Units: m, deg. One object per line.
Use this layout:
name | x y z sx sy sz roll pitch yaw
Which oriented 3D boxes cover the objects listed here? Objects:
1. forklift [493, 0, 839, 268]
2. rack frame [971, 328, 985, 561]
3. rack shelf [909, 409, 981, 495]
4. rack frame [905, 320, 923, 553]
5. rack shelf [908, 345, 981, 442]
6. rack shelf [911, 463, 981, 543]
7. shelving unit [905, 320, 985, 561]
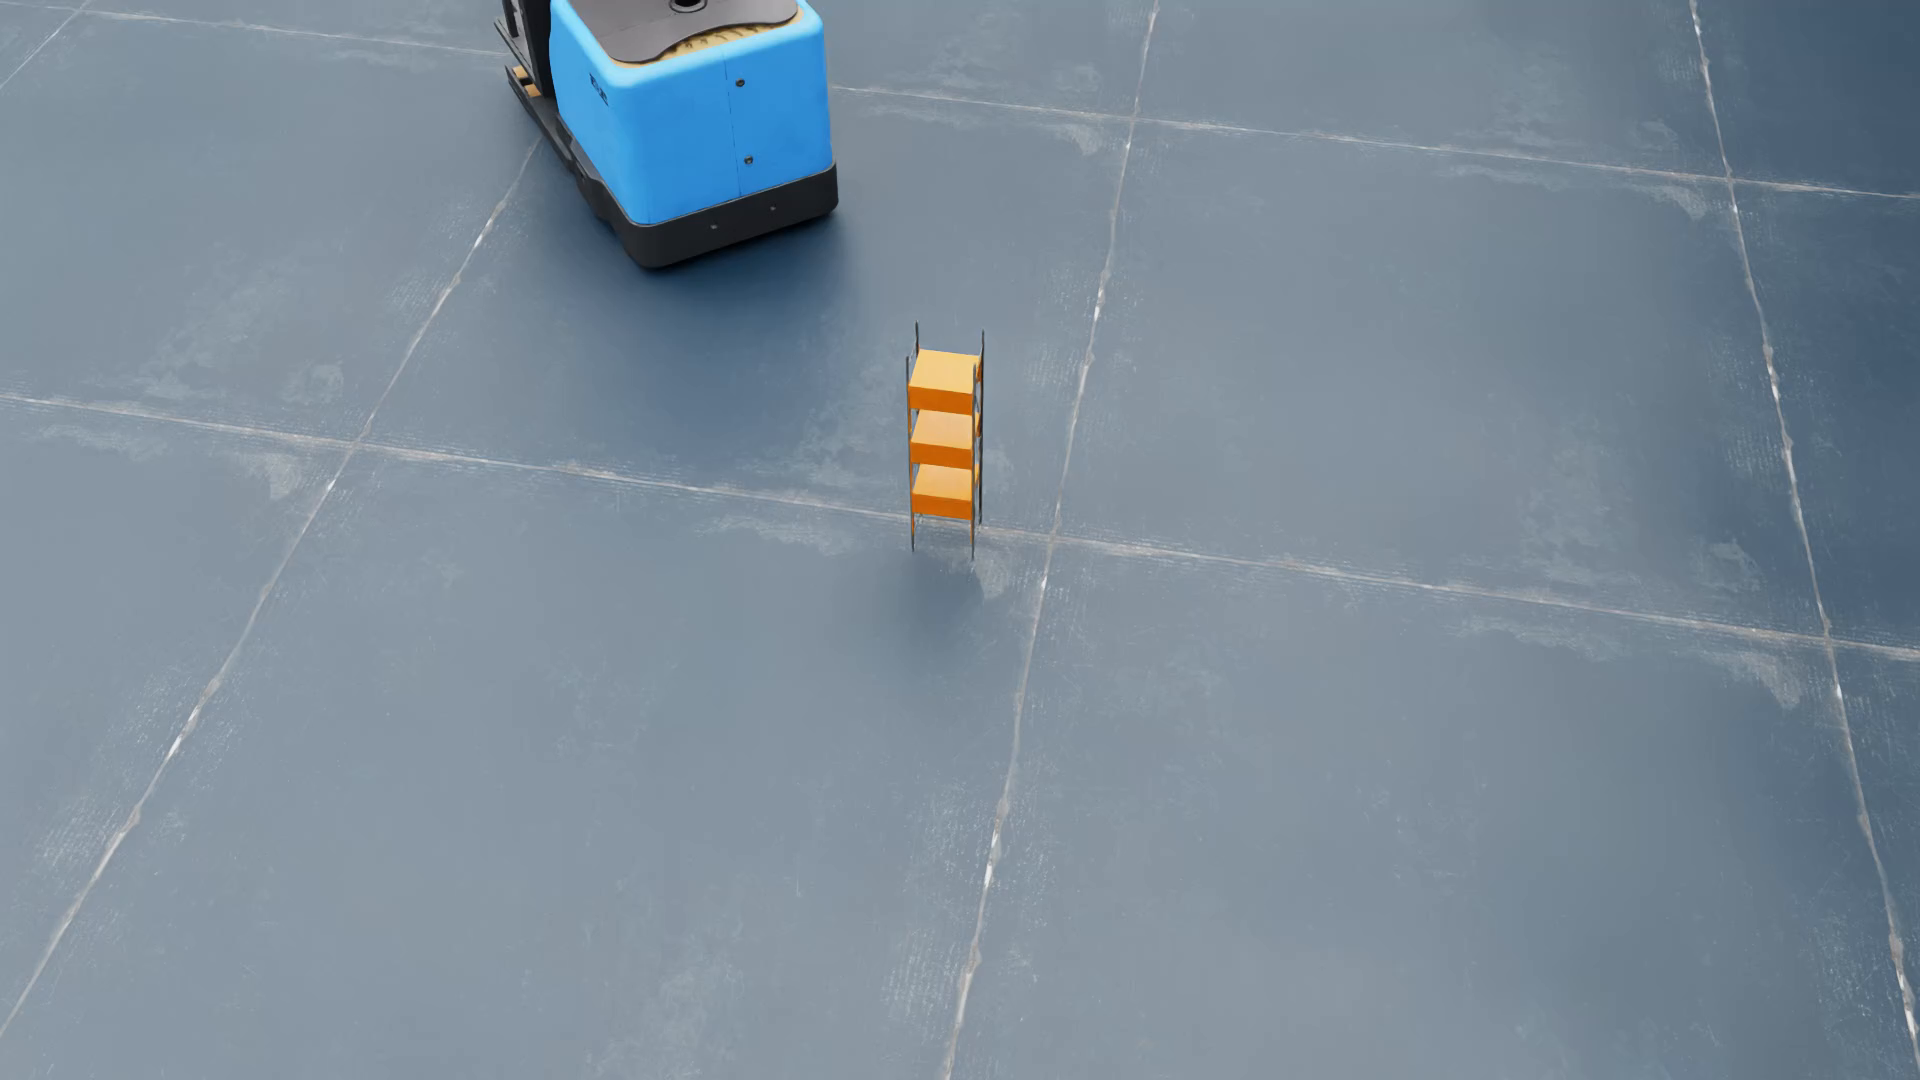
forklift | -1.740 -3.350 7.761 1.130 2.935 3.031 -22 52 -19
rack frame | 0.067 -0.342 6.323 0.008 1.050 0.200 8 49 7
rack shelf | -0.053 -0.351 6.346 0.240 0.259 0.215 8 49 7
rack frame | -0.173 -0.374 6.352 0.008 1.050 0.200 8 49 7
rack shelf | -0.053 -0.541 6.135 0.240 0.259 0.215 8 49 7
rack shelf | -0.053 -0.165 6.552 0.240 0.259 0.215 8 49 7
shelving unit | -0.053 -0.358 6.338 0.252 1.050 0.215 8 49 7
